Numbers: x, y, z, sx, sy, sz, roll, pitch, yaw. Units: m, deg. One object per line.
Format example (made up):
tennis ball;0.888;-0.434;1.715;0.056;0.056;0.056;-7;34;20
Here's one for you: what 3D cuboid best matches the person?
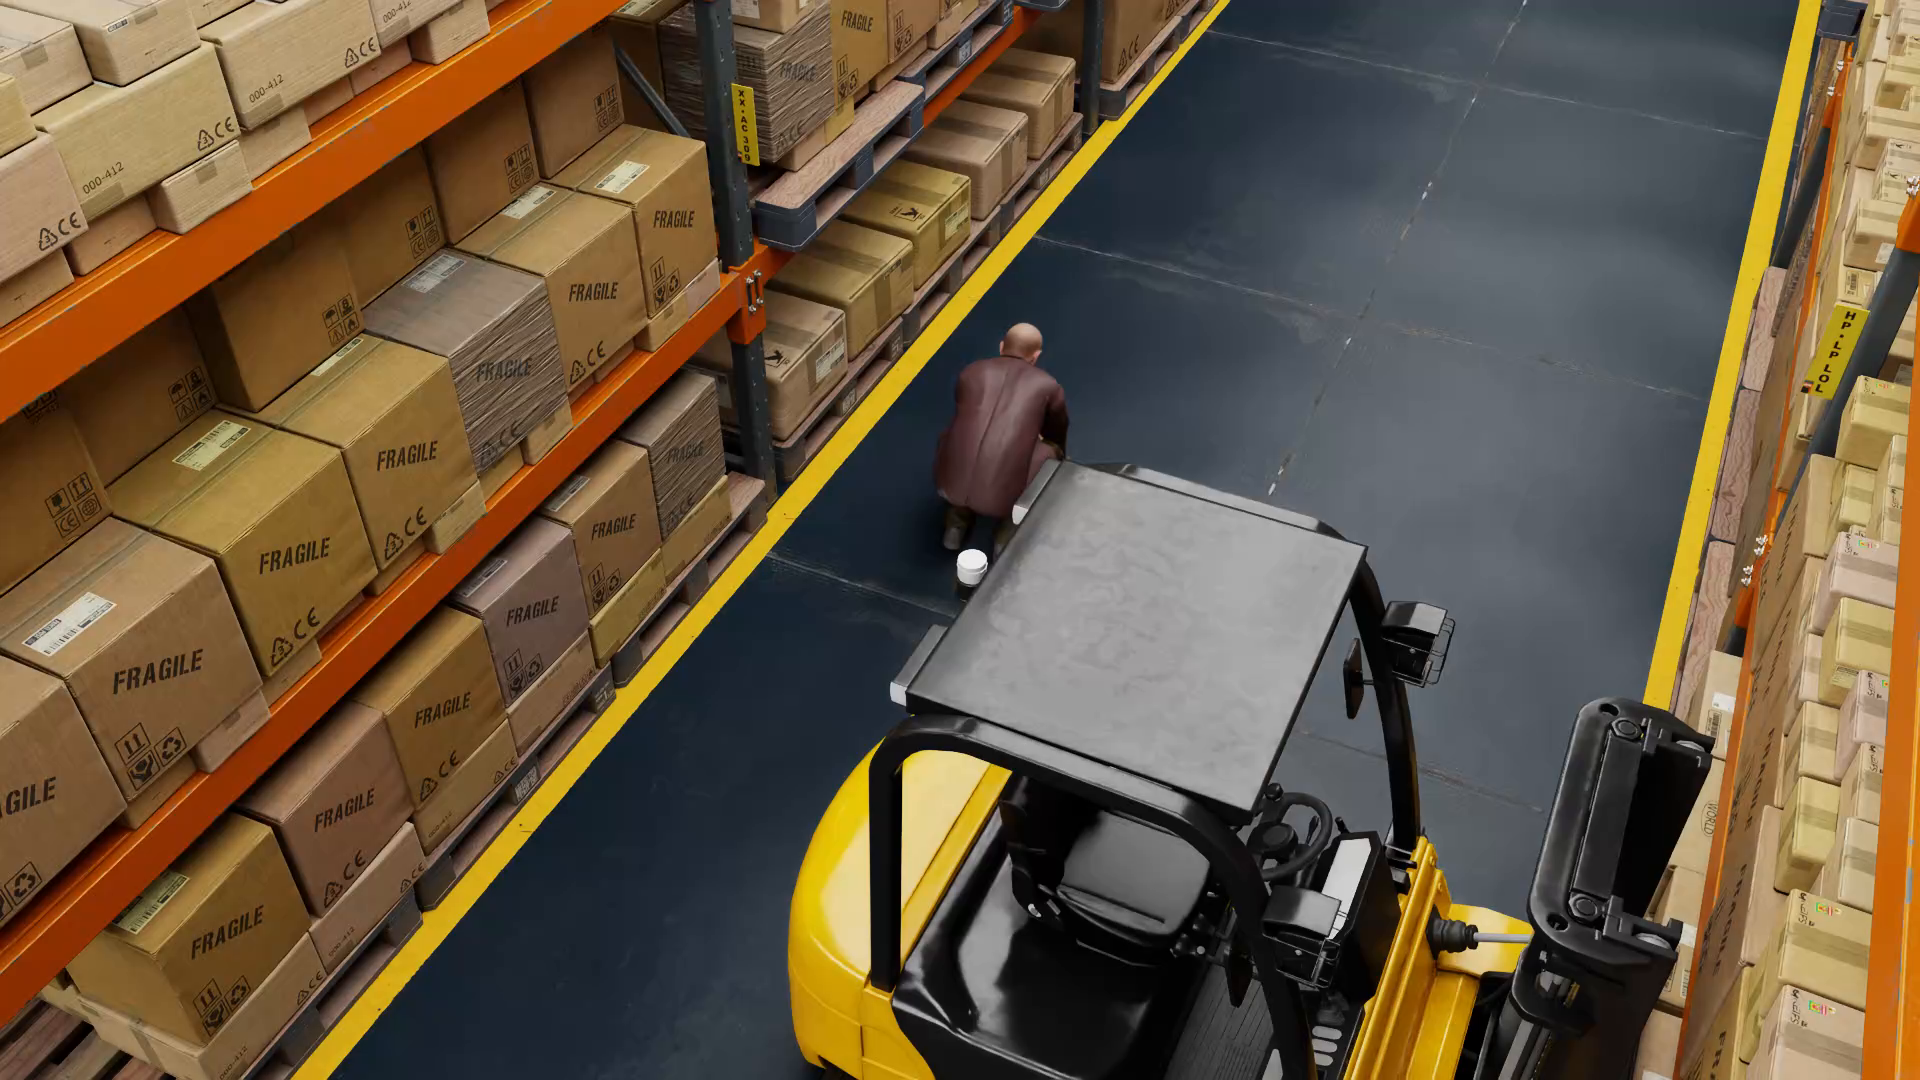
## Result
person;0.199;-0.396;7.416;0.582;0.883;0.919;16;44;17
